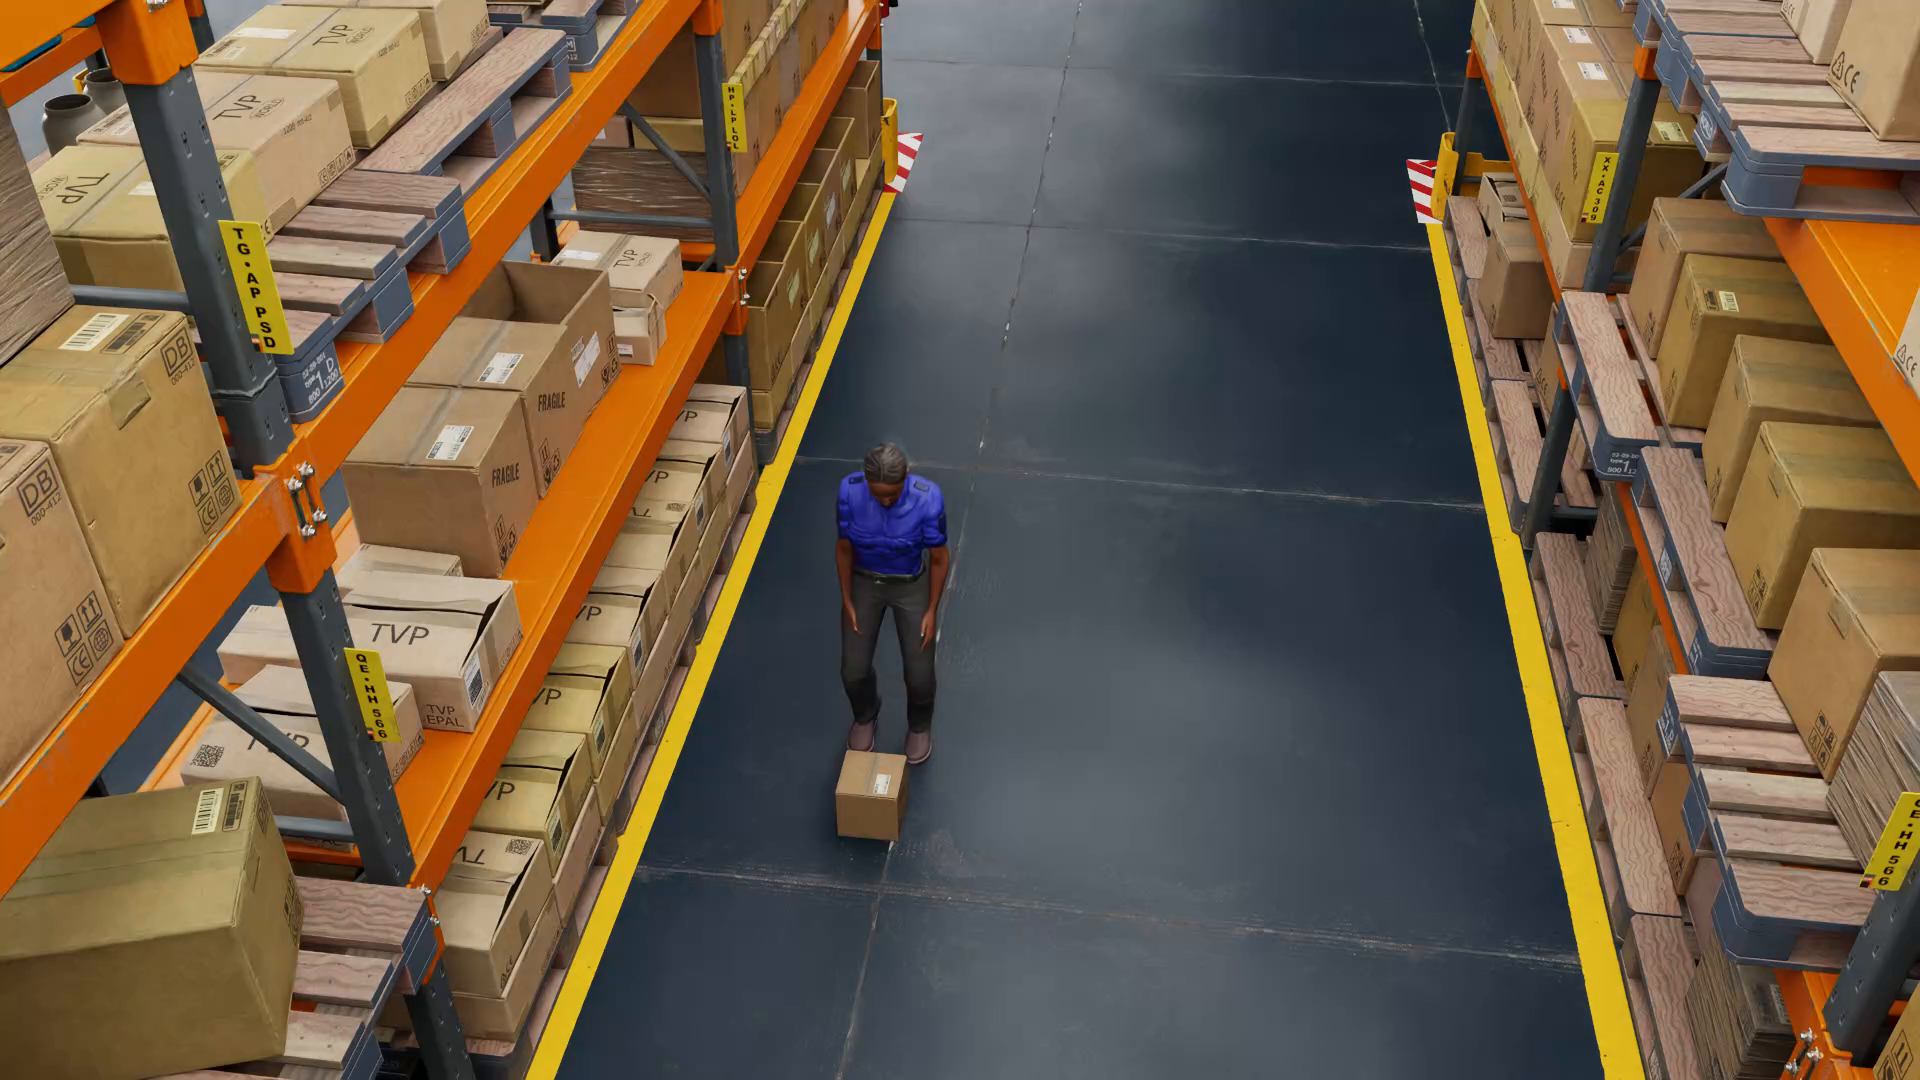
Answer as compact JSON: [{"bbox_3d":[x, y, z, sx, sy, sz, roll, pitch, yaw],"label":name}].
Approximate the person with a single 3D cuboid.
[{"bbox_3d":[-0.268,0.236,6.793,0.465,1.588,0.411,6,37,8],"label":"person"}]
